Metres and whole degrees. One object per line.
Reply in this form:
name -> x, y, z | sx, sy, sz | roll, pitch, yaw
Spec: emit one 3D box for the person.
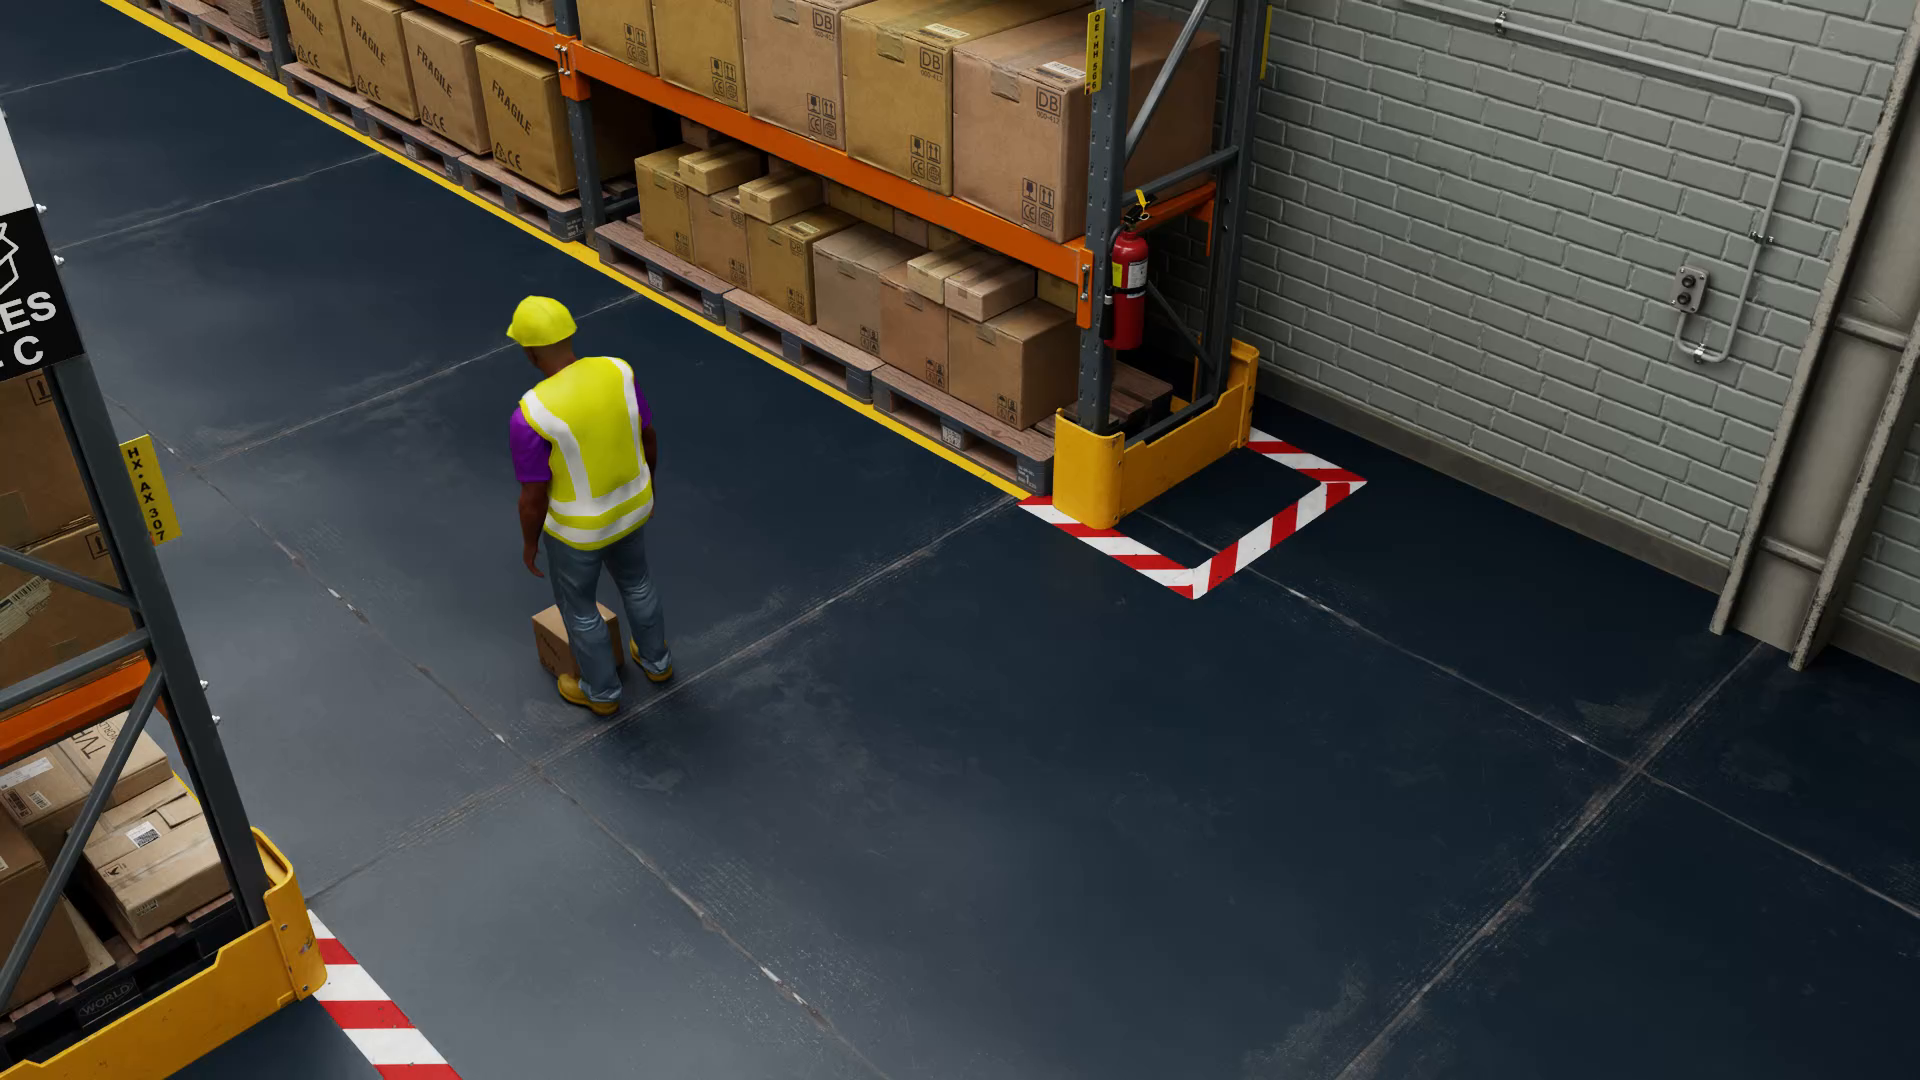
person -> -1.405, -0.114, 6.293 | 0.463, 1.759, 0.626 | 28, 44, 33
